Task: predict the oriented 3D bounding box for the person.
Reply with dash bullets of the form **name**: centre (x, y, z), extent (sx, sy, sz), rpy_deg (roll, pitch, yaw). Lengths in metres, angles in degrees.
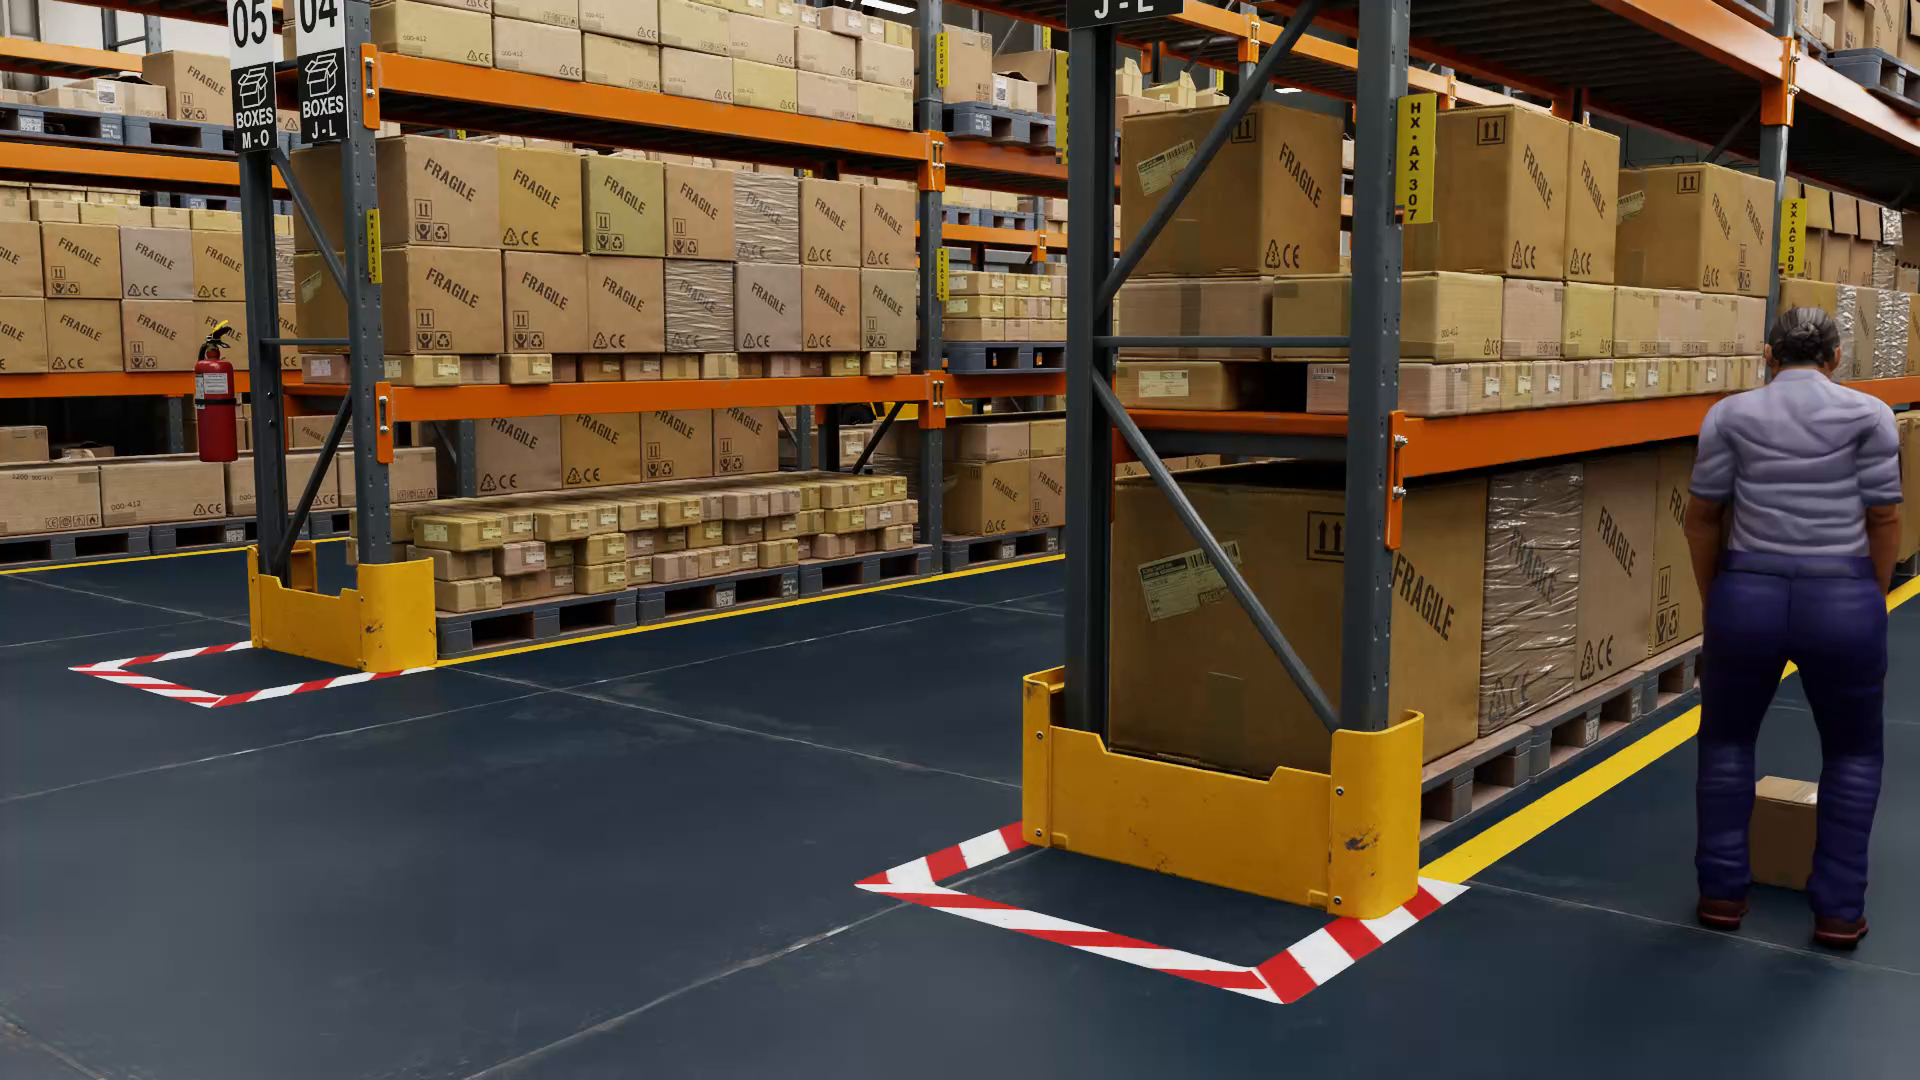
- **person**: centre (2.104, 0.212, 4.247), extent (0.496, 1.608, 0.390), rpy_deg (4, 8, 32)
